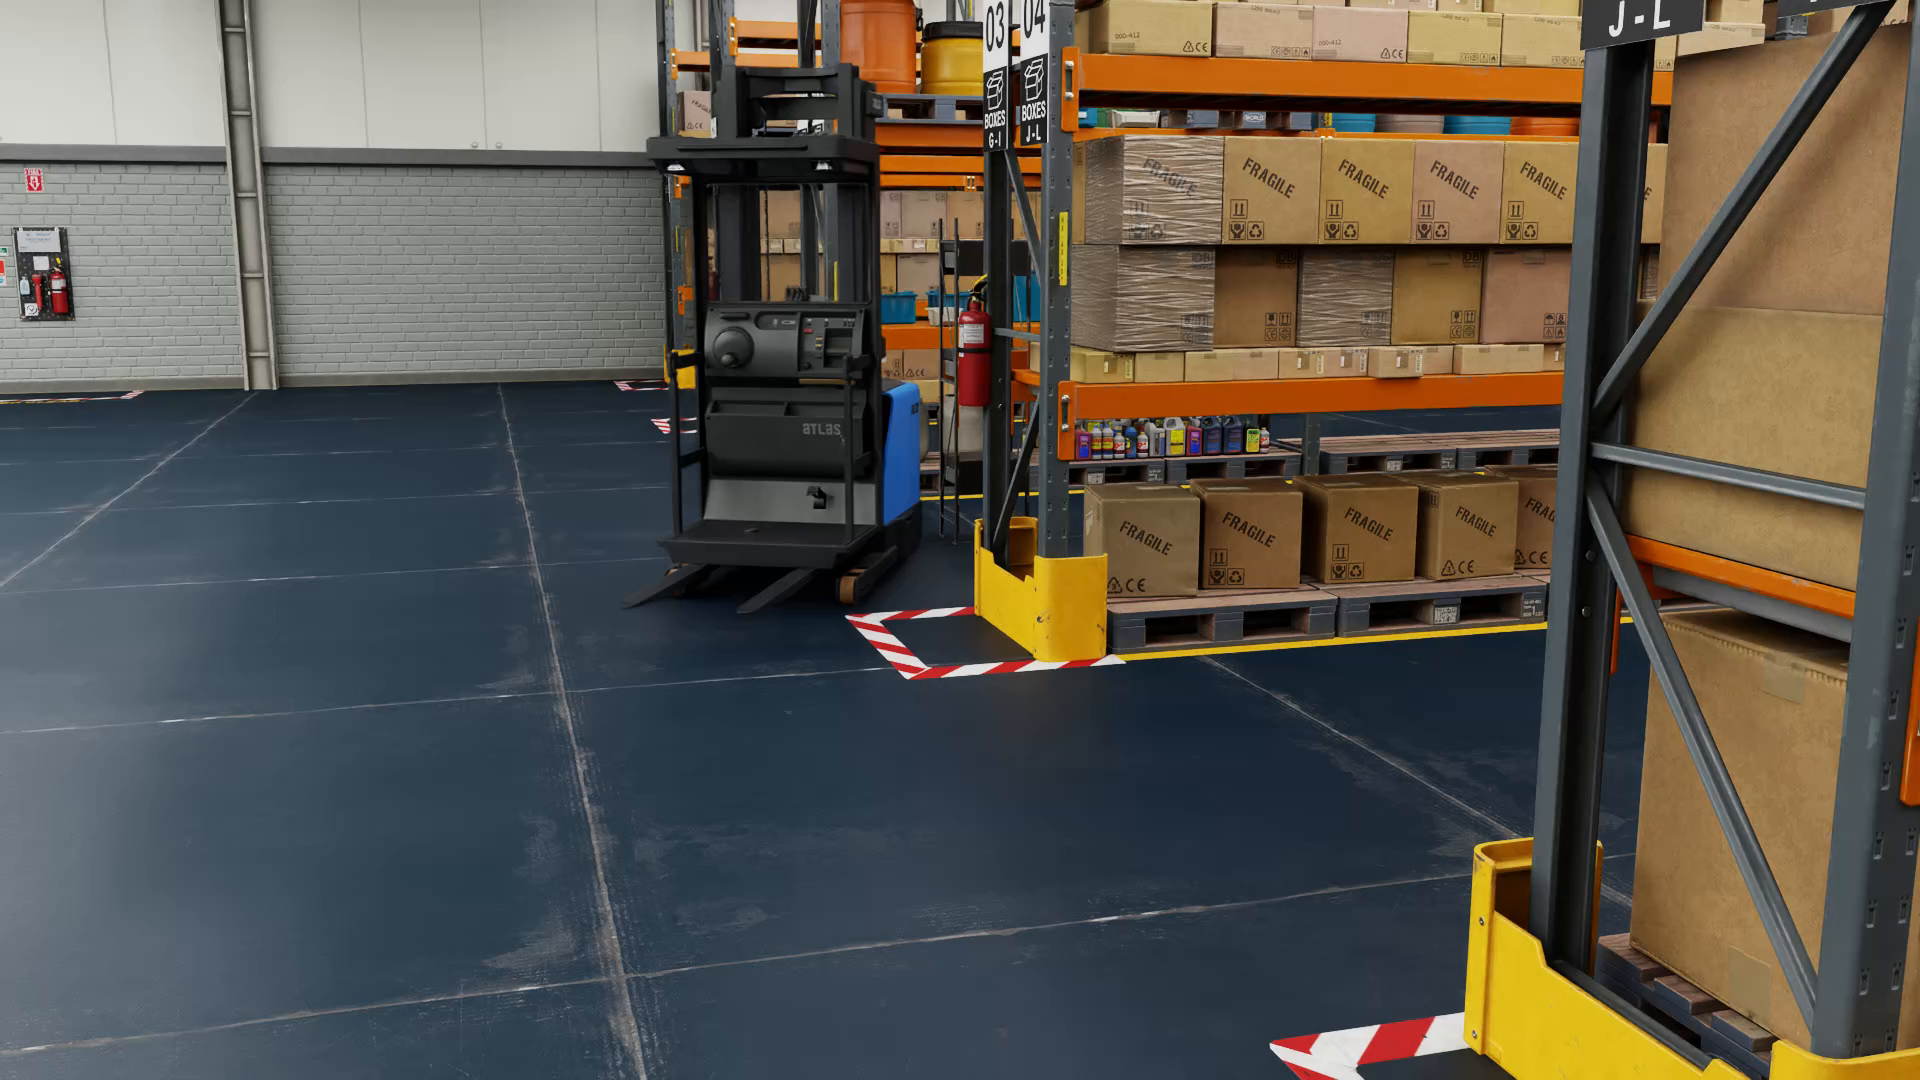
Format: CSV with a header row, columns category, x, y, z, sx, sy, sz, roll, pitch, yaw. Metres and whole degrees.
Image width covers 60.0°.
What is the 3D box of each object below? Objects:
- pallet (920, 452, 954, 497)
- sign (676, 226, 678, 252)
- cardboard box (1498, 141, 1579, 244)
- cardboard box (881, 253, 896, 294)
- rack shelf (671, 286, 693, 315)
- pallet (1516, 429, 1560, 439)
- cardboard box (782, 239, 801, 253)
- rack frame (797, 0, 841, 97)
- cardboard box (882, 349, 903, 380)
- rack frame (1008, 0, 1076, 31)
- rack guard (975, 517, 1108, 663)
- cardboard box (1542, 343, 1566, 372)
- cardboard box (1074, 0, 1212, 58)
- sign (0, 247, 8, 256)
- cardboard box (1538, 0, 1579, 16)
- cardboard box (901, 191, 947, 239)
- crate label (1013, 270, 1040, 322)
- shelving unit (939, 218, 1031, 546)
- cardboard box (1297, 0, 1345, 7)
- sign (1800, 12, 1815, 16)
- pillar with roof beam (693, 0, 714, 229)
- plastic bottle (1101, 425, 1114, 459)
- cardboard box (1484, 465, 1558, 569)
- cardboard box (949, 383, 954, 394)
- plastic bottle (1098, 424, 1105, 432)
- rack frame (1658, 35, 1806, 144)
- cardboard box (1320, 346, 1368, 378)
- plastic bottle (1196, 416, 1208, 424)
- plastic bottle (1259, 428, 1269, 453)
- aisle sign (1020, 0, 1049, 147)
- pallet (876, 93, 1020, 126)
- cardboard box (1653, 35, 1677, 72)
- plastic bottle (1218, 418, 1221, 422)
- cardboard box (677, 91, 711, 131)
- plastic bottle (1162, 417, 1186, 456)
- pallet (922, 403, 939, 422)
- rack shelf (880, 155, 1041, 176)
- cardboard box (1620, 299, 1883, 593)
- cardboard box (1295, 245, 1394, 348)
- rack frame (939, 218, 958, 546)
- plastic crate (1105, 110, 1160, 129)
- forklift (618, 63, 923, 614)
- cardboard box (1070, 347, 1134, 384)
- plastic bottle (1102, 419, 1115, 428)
category,x,y,z,sx,sy,sz,roll,pitch,yaw
pallet,-0.225,-0.539,13.391,1.213,0.211,1.003,-3,11,-16
sign,-3.684,-3.912,21.620,0.005,0.325,0.100,-3,11,-16
cardboard box,2.843,-1.766,8.493,0.500,0.500,0.500,-3,11,-16
cardboard box,-1.015,-2.842,17.921,0.500,0.500,0.700,-3,11,-16
rack shelf,-1.916,-3.328,22.825,4.000,0.370,1.077,-3,11,-16
pallet,5.860,-0.859,15.131,1.213,0.211,1.003,-3,11,-16
cardboard box,-1.758,-3.084,17.446,0.250,0.149,0.380,-3,11,-17
rack frame,-1.067,-4.809,12.312,0.127,3.000,1.000,-3,11,-16
cardboard box,-0.915,-1.984,17.903,0.500,0.500,0.500,-3,11,-16
rack frame,0.318,-3.948,7.635,0.127,3.000,1.000,-3,11,-16
rack guard,0.391,0.228,8.426,0.348,0.500,1.175,-3,11,-16
cardboard box,3.049,-0.979,8.774,0.250,0.149,0.380,-3,11,-16
cardboard box,0.852,-2.378,7.809,0.500,0.250,0.500,-3,11,-14
sign,-12.103,-3.611,20.814,0.331,0.109,0.001,-3,11,-16
cardboard box,2.902,-2.686,8.382,0.250,0.149,0.380,-3,11,-14
cardboard box,-0.477,-3.509,17.965,0.500,0.500,0.700,-3,11,-16
crate label,0.625,-2.016,13.614,0.616,0.435,0.502,-3,11,-16
shelving unit,0.159,-1.041,10.902,0.503,2.100,0.431,-3,11,-16
cardboard box,1.647,-2.612,7.978,0.250,0.149,0.380,-3,11,-16
sign,4.317,-2.835,8.449,0.005,0.325,0.100,-3,11,-16
pillar with roof beam,-2.202,-5.968,18.611,0.400,9.000,9.100,-3,11,-16
plastic bottle,1.186,-0.793,13.388,0.097,0.271,0.097,0,10,0
cardboard box,3.215,-0.133,9.230,0.500,0.500,0.500,0,10,2
cardboard box,0.050,-1.663,18.231,0.500,0.250,0.500,-3,11,-16
plastic bottle,1.191,-0.873,14.017,0.097,0.201,0.097,0,10,0
rack frame,4.158,-1.200,9.278,0.127,3.000,1.000,-3,11,-16
cardboard box,1.856,-0.911,8.404,0.250,0.149,0.380,-3,11,-16
plastic bottle,2.073,-0.962,14.272,0.133,0.283,0.061,-3,11,-16
plastic bottle,2.513,-0.828,13.775,0.097,0.201,0.097,0,10,0
aisle sign,0.342,-2.220,7.643,0.004,0.787,0.394,-3,11,-16
pallet,-0.245,-3.265,12.736,1.213,0.211,1.003,-3,11,-16
cardboard box,3.289,-2.508,8.514,0.500,0.250,0.500,-3,11,-15
plastic bottle,2.248,-0.956,14.467,0.097,0.201,0.097,0,10,0
cardboard box,-3.398,-5.584,21.714,0.500,0.500,0.500,-4,11,-20
plastic bottle,1.742,-0.866,13.564,0.185,0.351,0.144,-3,11,-16
pallet,-0.556,-1.455,18.368,1.213,0.211,1.003,-3,11,-16
rack shelf,-0.527,-3.942,17.877,4.000,0.370,1.077,-3,11,-16
cardboard box,1.951,-0.230,3.598,0.550,0.550,0.875,-3,11,-16
cardboard box,1.792,-1.280,8.615,0.500,0.500,0.875,-3,11,-16
rack frame,-0.075,-1.029,10.835,0.015,2.100,0.400,-3,11,-16
plastic crate,1.346,-3.255,12.884,0.396,0.136,0.243,-3,11,-16
forklift,-1.034,-1.155,9.227,1.130,2.935,3.031,2,11,11
cardboard box,0.658,-0.847,8.054,0.250,0.149,0.380,-3,11,-16
plastic bottle,1.293,-0.974,14.156,0.185,0.351,0.144,-3,11,-16
